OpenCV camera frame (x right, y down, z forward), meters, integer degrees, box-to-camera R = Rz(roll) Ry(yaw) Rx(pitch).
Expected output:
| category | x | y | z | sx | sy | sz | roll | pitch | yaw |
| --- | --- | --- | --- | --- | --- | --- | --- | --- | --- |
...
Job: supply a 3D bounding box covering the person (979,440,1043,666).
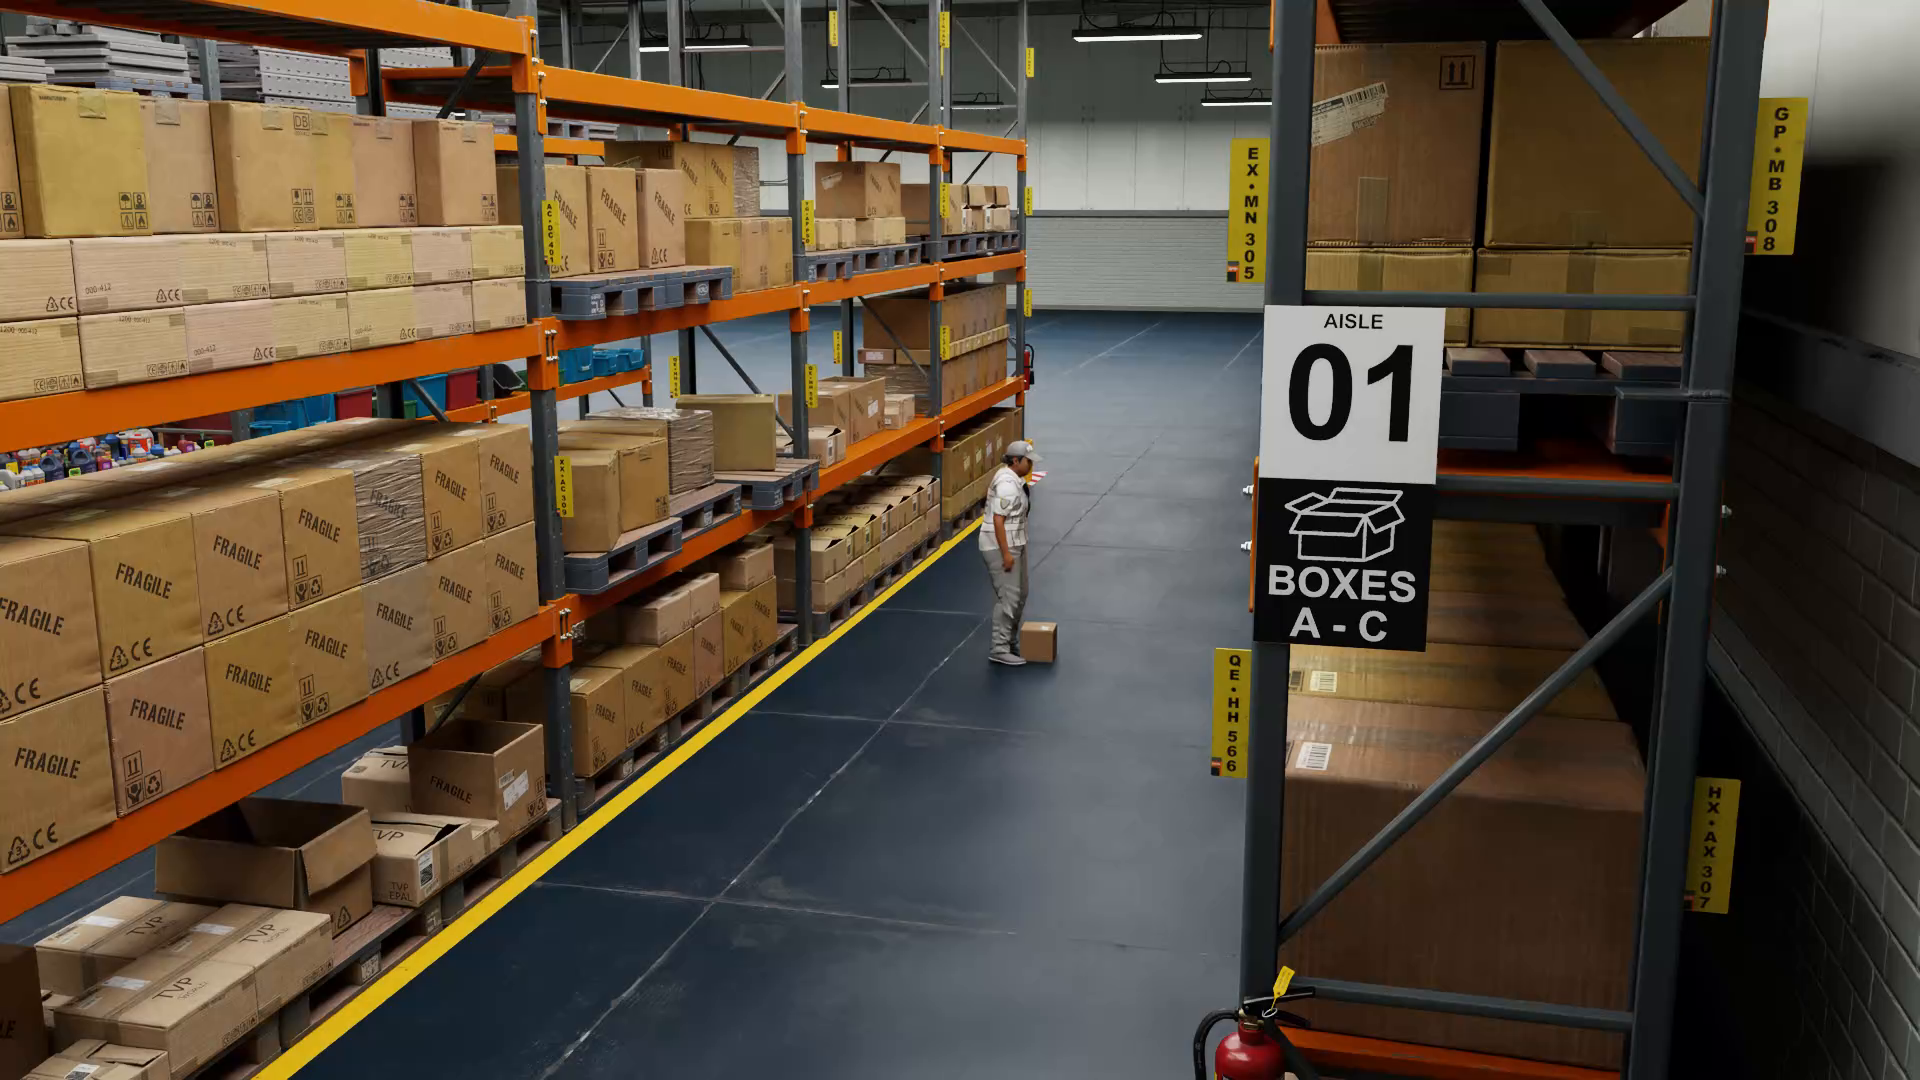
| category | x | y | z | sx | sy | sz | roll | pitch | yaw |
| --- | --- | --- | --- | --- | --- | --- | --- | --- | --- |
| person | 0.385 | 0.077 | 12.563 | 0.470 | 1.664 | 0.549 | 2 | 12 | 11 |
